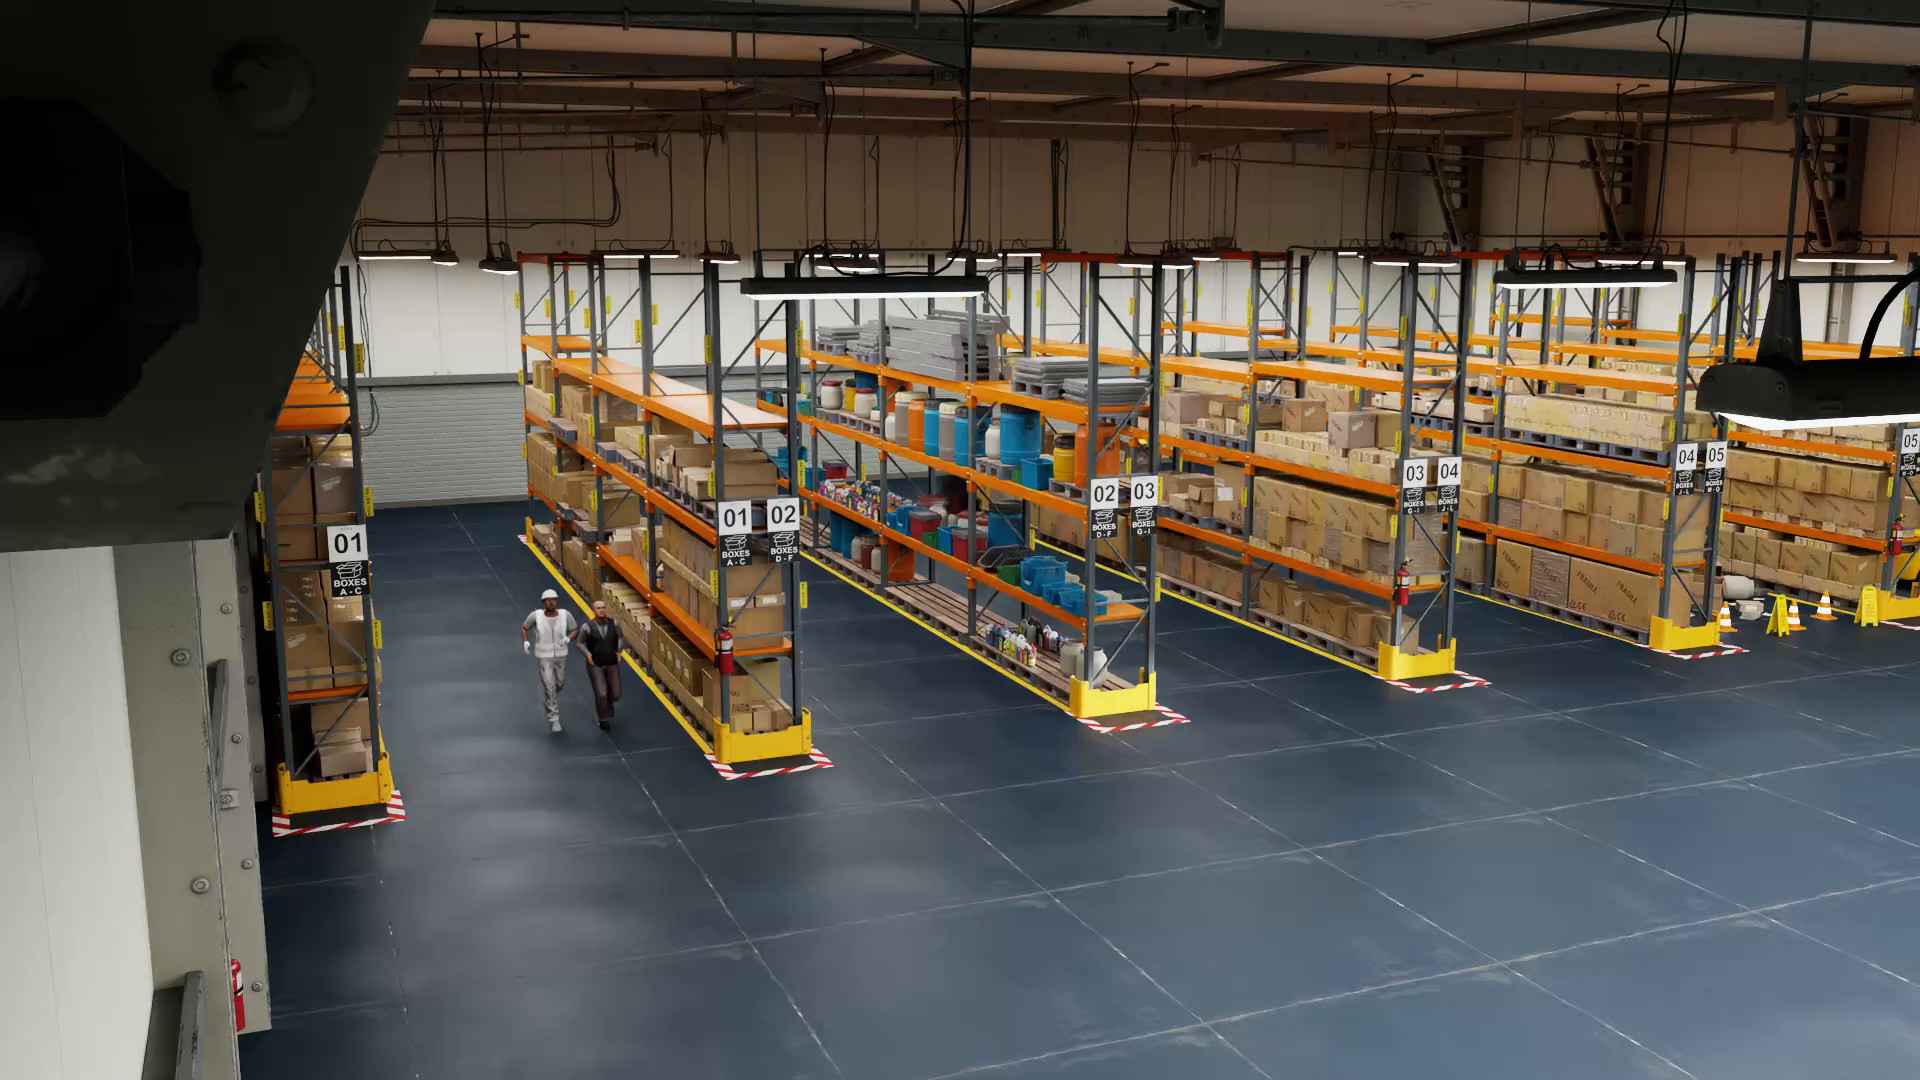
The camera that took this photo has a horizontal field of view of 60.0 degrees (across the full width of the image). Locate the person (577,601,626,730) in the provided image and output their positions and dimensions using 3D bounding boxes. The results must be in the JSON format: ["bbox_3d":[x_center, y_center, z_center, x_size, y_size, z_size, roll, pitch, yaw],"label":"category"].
[{"bbox_3d":[-4.601,1.624,21.499,0.655,1.674,0.600,-5,11,-24],"label":"person"}]

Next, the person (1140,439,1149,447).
[{"bbox_3d":[4.207,-1.466,38.233,0.760,1.746,0.699,-4,11,-20],"label":"person"}]

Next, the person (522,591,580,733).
[{"bbox_3d":[-5.301,1.555,21.705,0.724,1.803,0.858,-6,12,-31],"label":"person"}]
